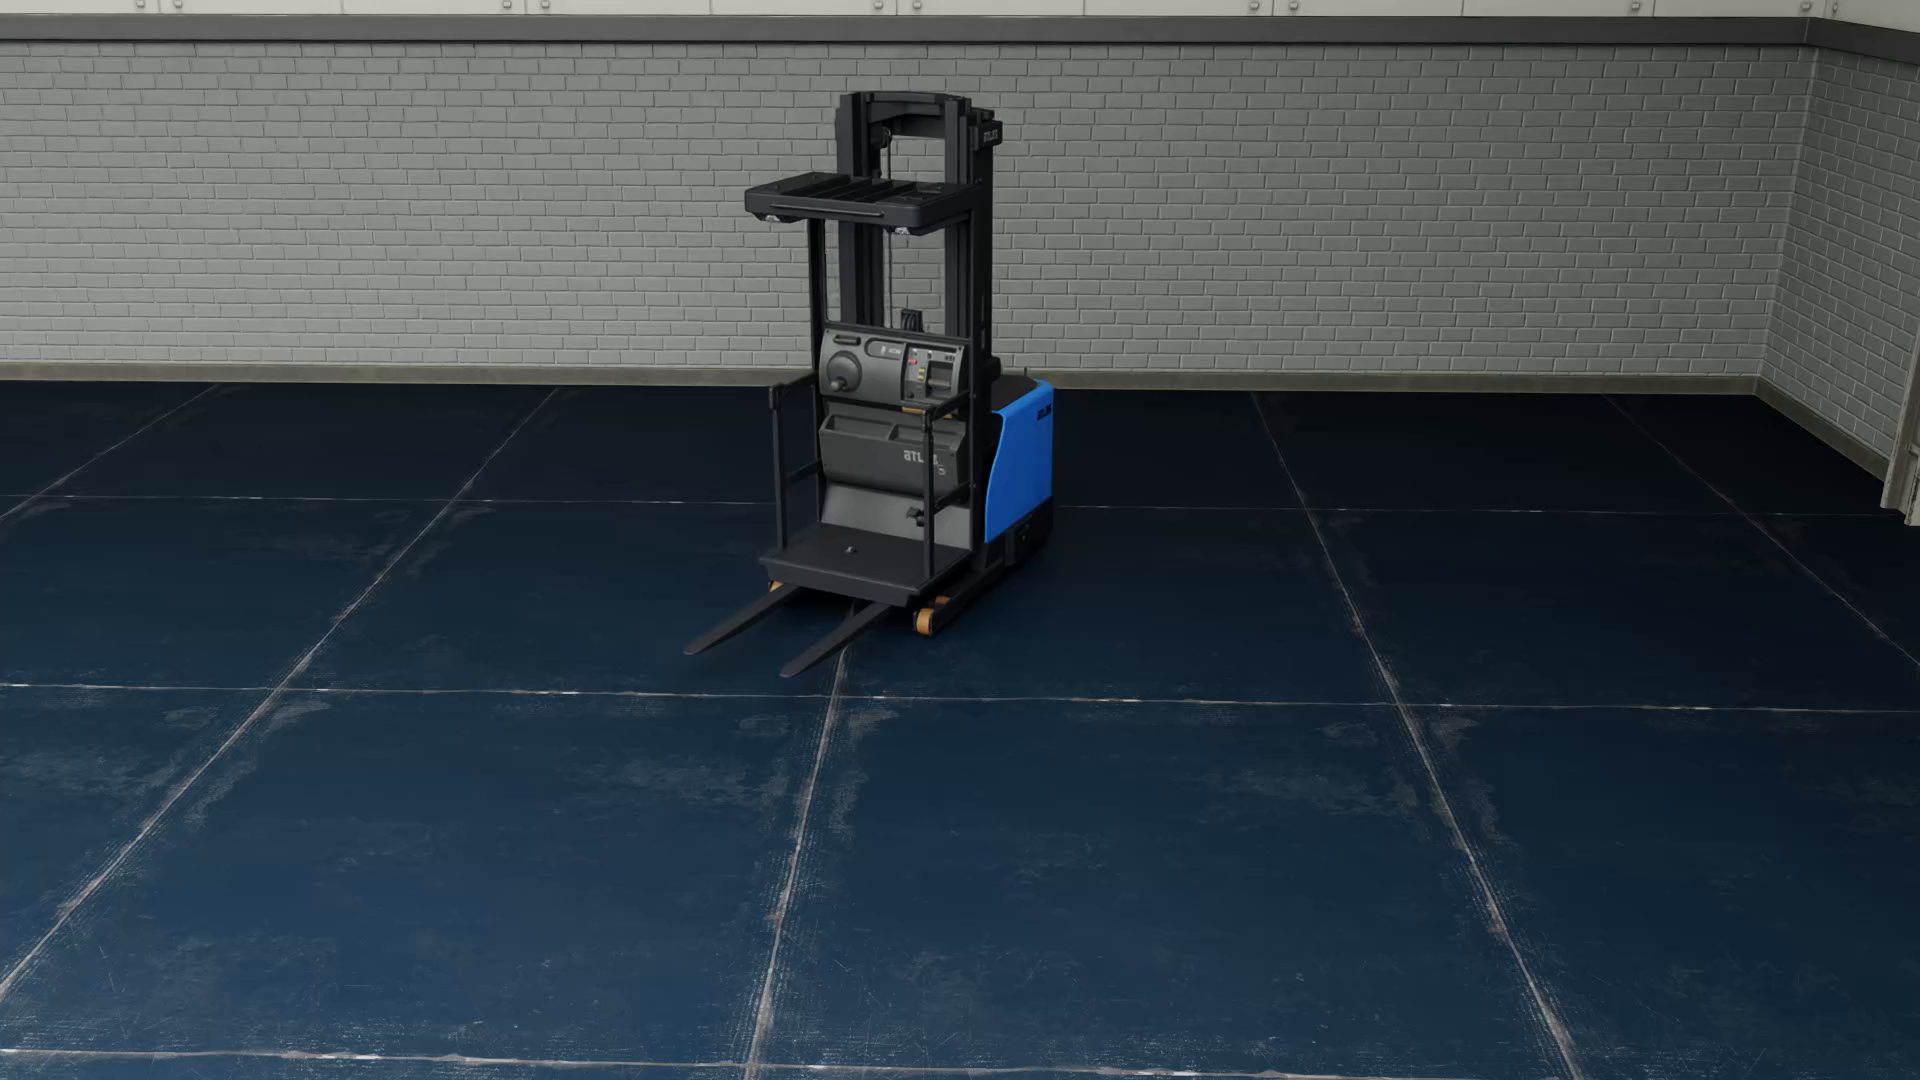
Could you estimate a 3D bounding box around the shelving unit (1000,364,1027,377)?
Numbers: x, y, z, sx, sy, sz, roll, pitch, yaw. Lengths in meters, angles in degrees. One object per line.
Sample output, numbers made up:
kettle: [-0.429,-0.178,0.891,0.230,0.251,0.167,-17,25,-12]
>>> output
shelving unit: [0.301,-0.637,11.220,0.215,1.050,0.252,10,24,25]

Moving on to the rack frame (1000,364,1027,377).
rack frame: [0.357,-0.677,11.321,0.200,1.050,0.008,10,24,25]

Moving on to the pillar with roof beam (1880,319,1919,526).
pillar with roof beam: [2.288,-4.412,9.960,9.100,9.000,0.400,1,21,2]

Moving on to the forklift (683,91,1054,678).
forklift: [-0.498,-0.993,9.535,1.130,2.935,3.031,10,24,25]
